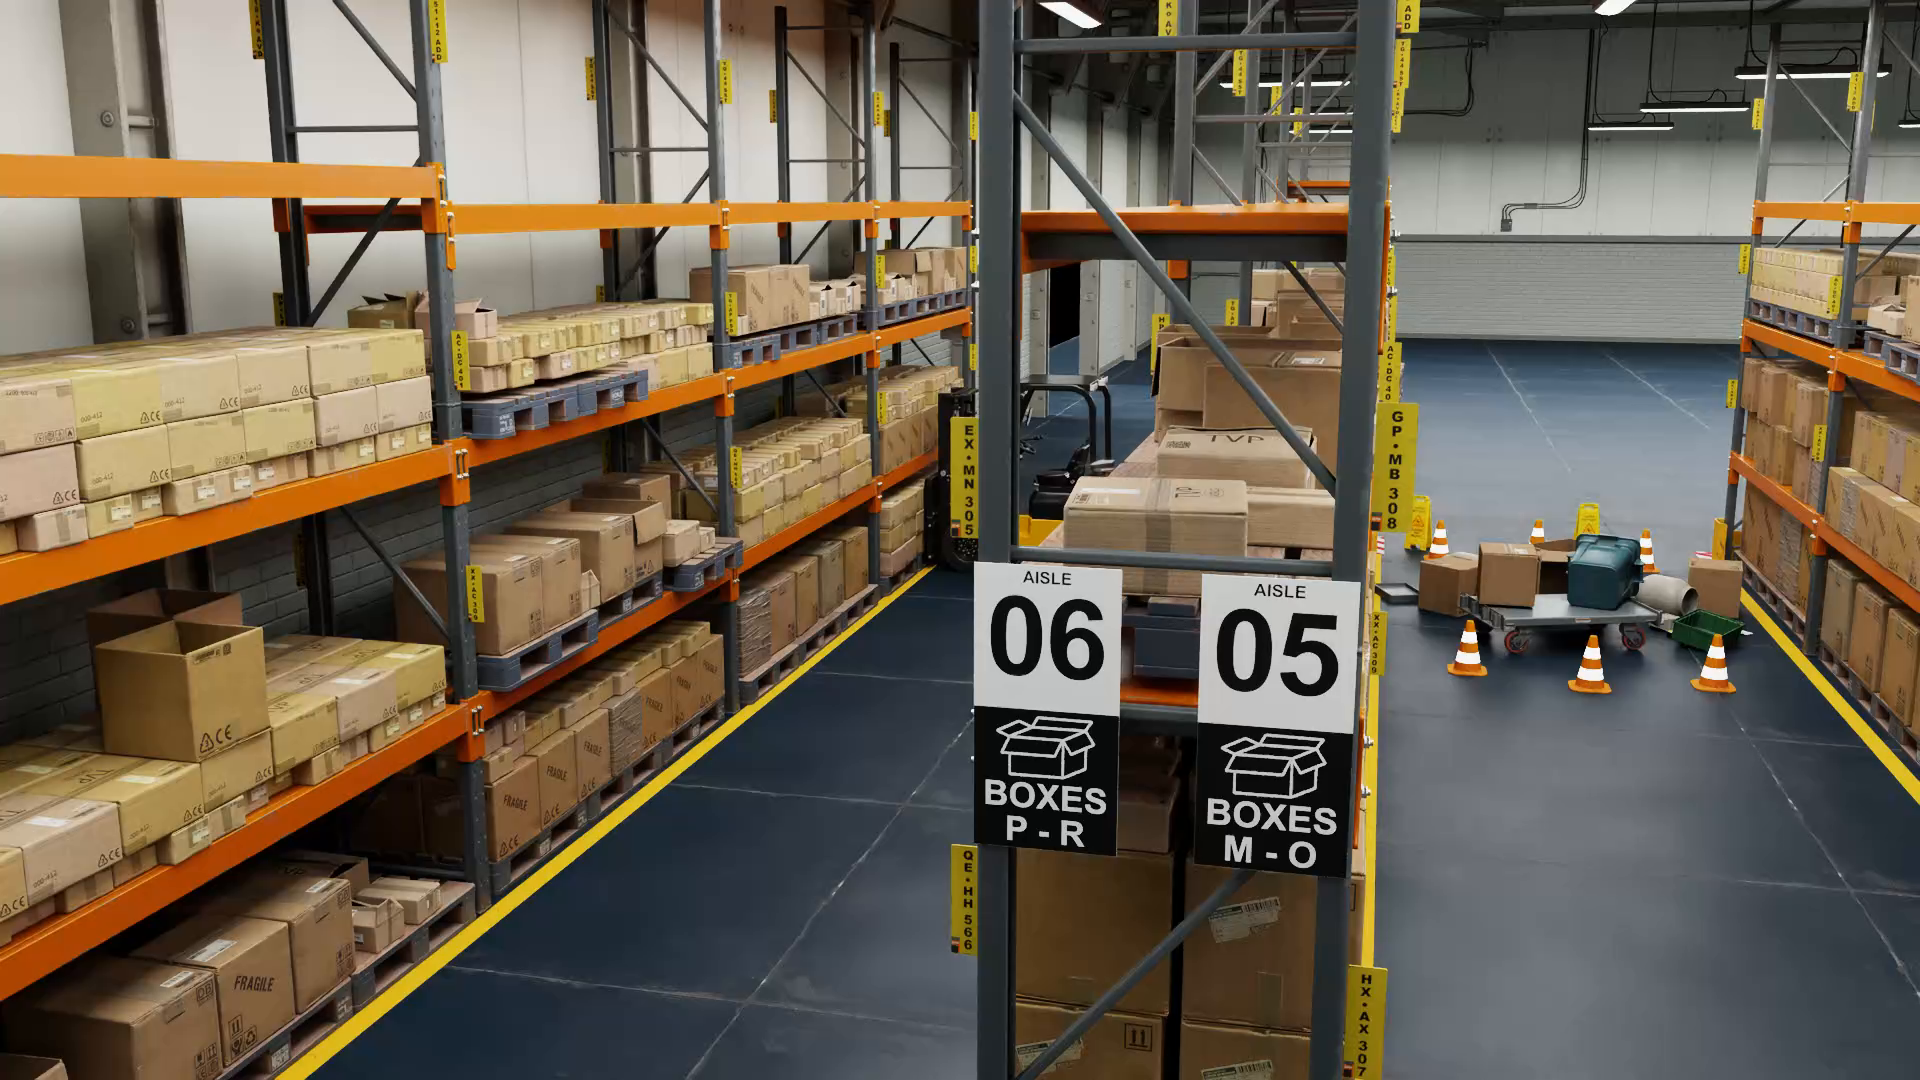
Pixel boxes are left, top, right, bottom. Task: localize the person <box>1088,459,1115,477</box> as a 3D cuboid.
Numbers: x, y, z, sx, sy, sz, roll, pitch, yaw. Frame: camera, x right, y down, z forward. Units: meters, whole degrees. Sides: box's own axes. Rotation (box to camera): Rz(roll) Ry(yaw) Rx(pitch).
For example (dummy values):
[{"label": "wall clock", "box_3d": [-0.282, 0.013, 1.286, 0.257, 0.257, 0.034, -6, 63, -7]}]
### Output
[{"label": "person", "box_3d": [1.320, 0.036, 16.269, 0.397, 1.661, 0.531, 2, 12, 10]}]
